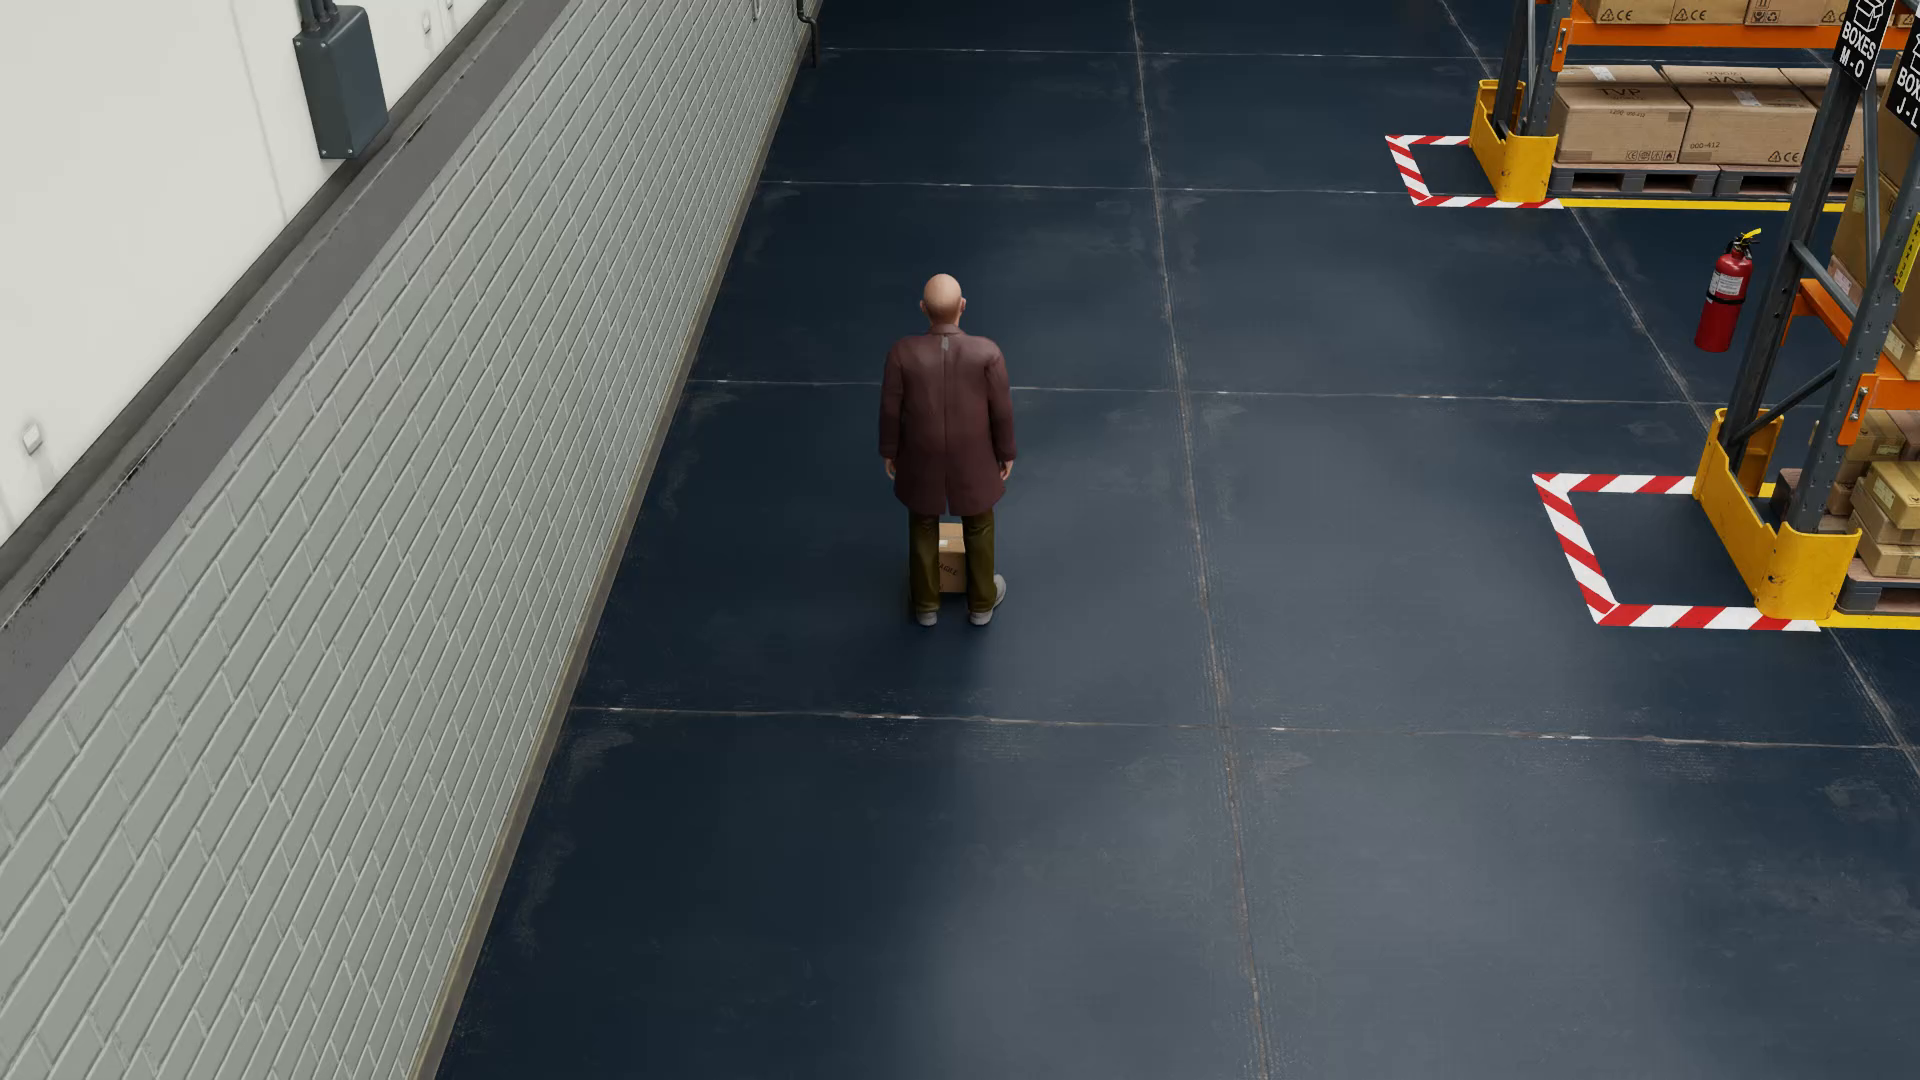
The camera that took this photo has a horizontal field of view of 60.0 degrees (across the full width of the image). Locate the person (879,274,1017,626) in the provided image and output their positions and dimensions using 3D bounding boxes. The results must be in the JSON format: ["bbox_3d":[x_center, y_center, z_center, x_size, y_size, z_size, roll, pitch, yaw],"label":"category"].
[{"bbox_3d":[-0.055,-0.390,7.684,0.640,1.773,0.427,1,35,1],"label":"person"}]
